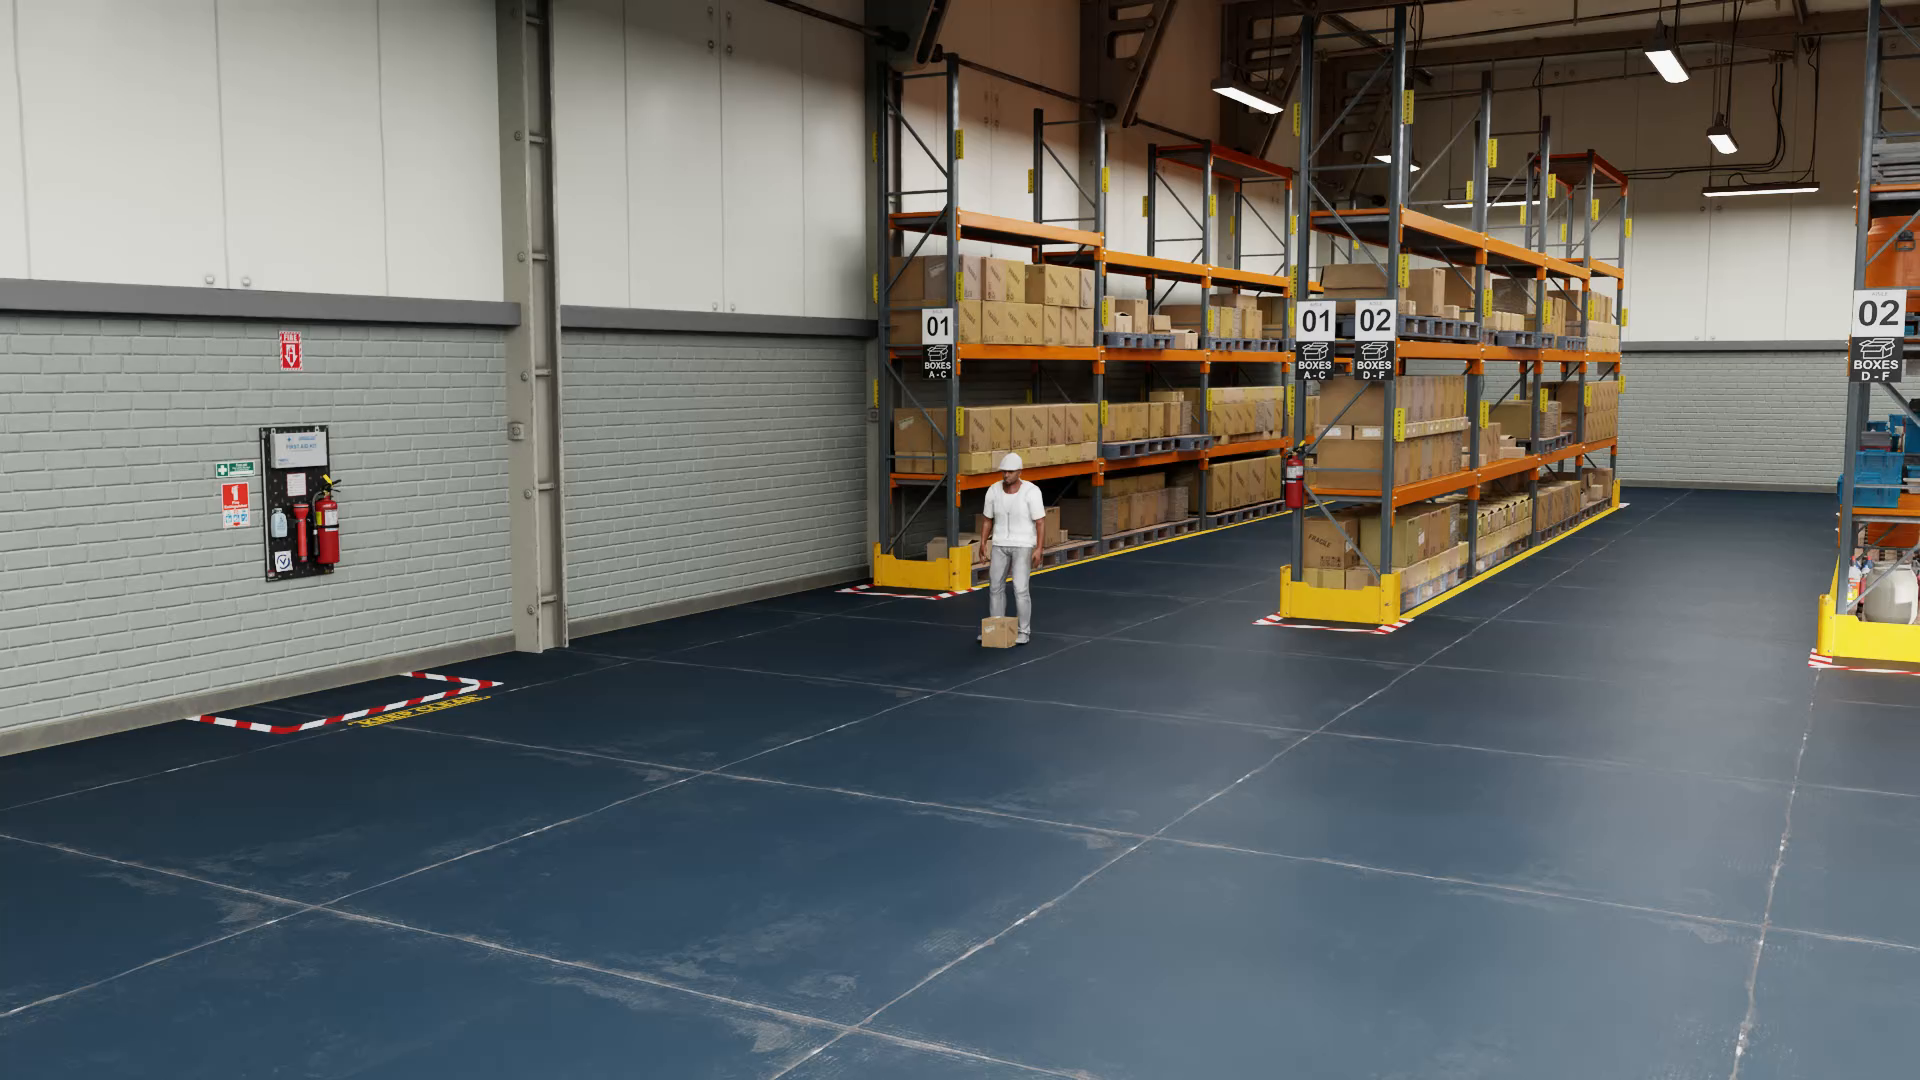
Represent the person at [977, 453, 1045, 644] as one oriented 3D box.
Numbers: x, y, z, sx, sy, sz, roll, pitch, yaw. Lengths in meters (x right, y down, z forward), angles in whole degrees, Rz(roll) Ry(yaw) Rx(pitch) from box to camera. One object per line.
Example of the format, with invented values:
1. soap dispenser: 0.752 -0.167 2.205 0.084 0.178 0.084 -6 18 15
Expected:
1. person: 0.475 0.072 15.351 0.635 1.760 0.455 3 7 25
